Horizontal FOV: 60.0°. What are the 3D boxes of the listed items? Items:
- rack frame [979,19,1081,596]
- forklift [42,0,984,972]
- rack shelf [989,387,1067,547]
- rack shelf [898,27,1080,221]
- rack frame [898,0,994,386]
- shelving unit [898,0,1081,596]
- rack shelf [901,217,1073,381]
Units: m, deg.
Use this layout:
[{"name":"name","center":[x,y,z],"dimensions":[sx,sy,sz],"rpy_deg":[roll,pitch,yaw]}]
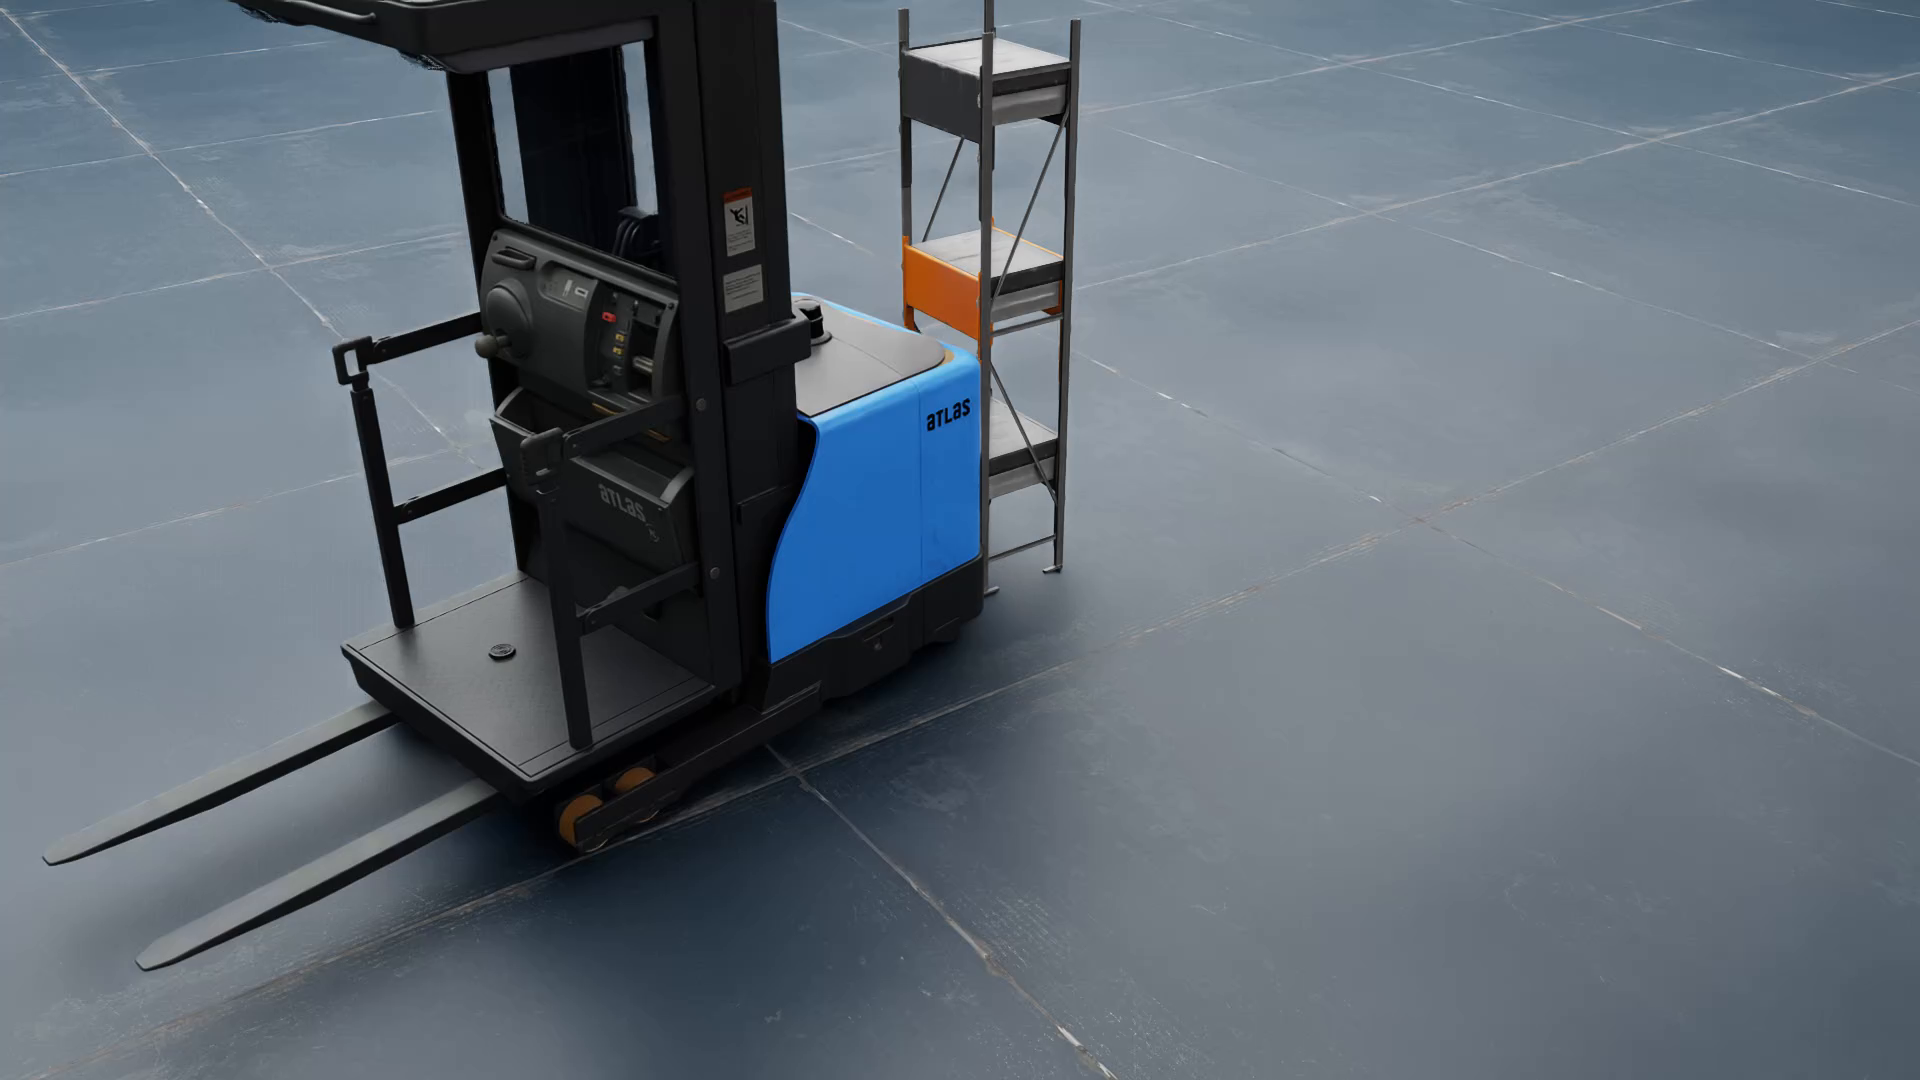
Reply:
[{"name":"rack frame","center":[0.238,-0.763,5.956],"dimensions":[0.400,2.100,0.015],"rpy_deg":[-19,34,-31]},{"name":"forklift","center":[-1.291,-0.624,4.829],"dimensions":[1.130,2.935,3.031],"rpy_deg":[24,37,37]},{"name":"rack shelf","center":[0.096,-0.231,6.471],"dimensions":[0.431,0.518,0.480],"rpy_deg":[-19,34,-31]},{"name":"rack shelf","center":[0.096,-1.461,5.803],"dimensions":[0.431,0.518,0.480],"rpy_deg":[-19,34,-31]},{"name":"rack frame","center":[-0.046,-0.953,6.305],"dimensions":[0.400,2.100,0.015],"rpy_deg":[-19,34,-31]},{"name":"shelving unit","center":[0.096,-0.858,6.130],"dimensions":[0.431,2.100,0.503],"rpy_deg":[-19,34,-31]},{"name":"rack shelf","center":[0.096,-0.846,6.137],"dimensions":[0.431,0.518,0.480],"rpy_deg":[-19,34,-31]}]
